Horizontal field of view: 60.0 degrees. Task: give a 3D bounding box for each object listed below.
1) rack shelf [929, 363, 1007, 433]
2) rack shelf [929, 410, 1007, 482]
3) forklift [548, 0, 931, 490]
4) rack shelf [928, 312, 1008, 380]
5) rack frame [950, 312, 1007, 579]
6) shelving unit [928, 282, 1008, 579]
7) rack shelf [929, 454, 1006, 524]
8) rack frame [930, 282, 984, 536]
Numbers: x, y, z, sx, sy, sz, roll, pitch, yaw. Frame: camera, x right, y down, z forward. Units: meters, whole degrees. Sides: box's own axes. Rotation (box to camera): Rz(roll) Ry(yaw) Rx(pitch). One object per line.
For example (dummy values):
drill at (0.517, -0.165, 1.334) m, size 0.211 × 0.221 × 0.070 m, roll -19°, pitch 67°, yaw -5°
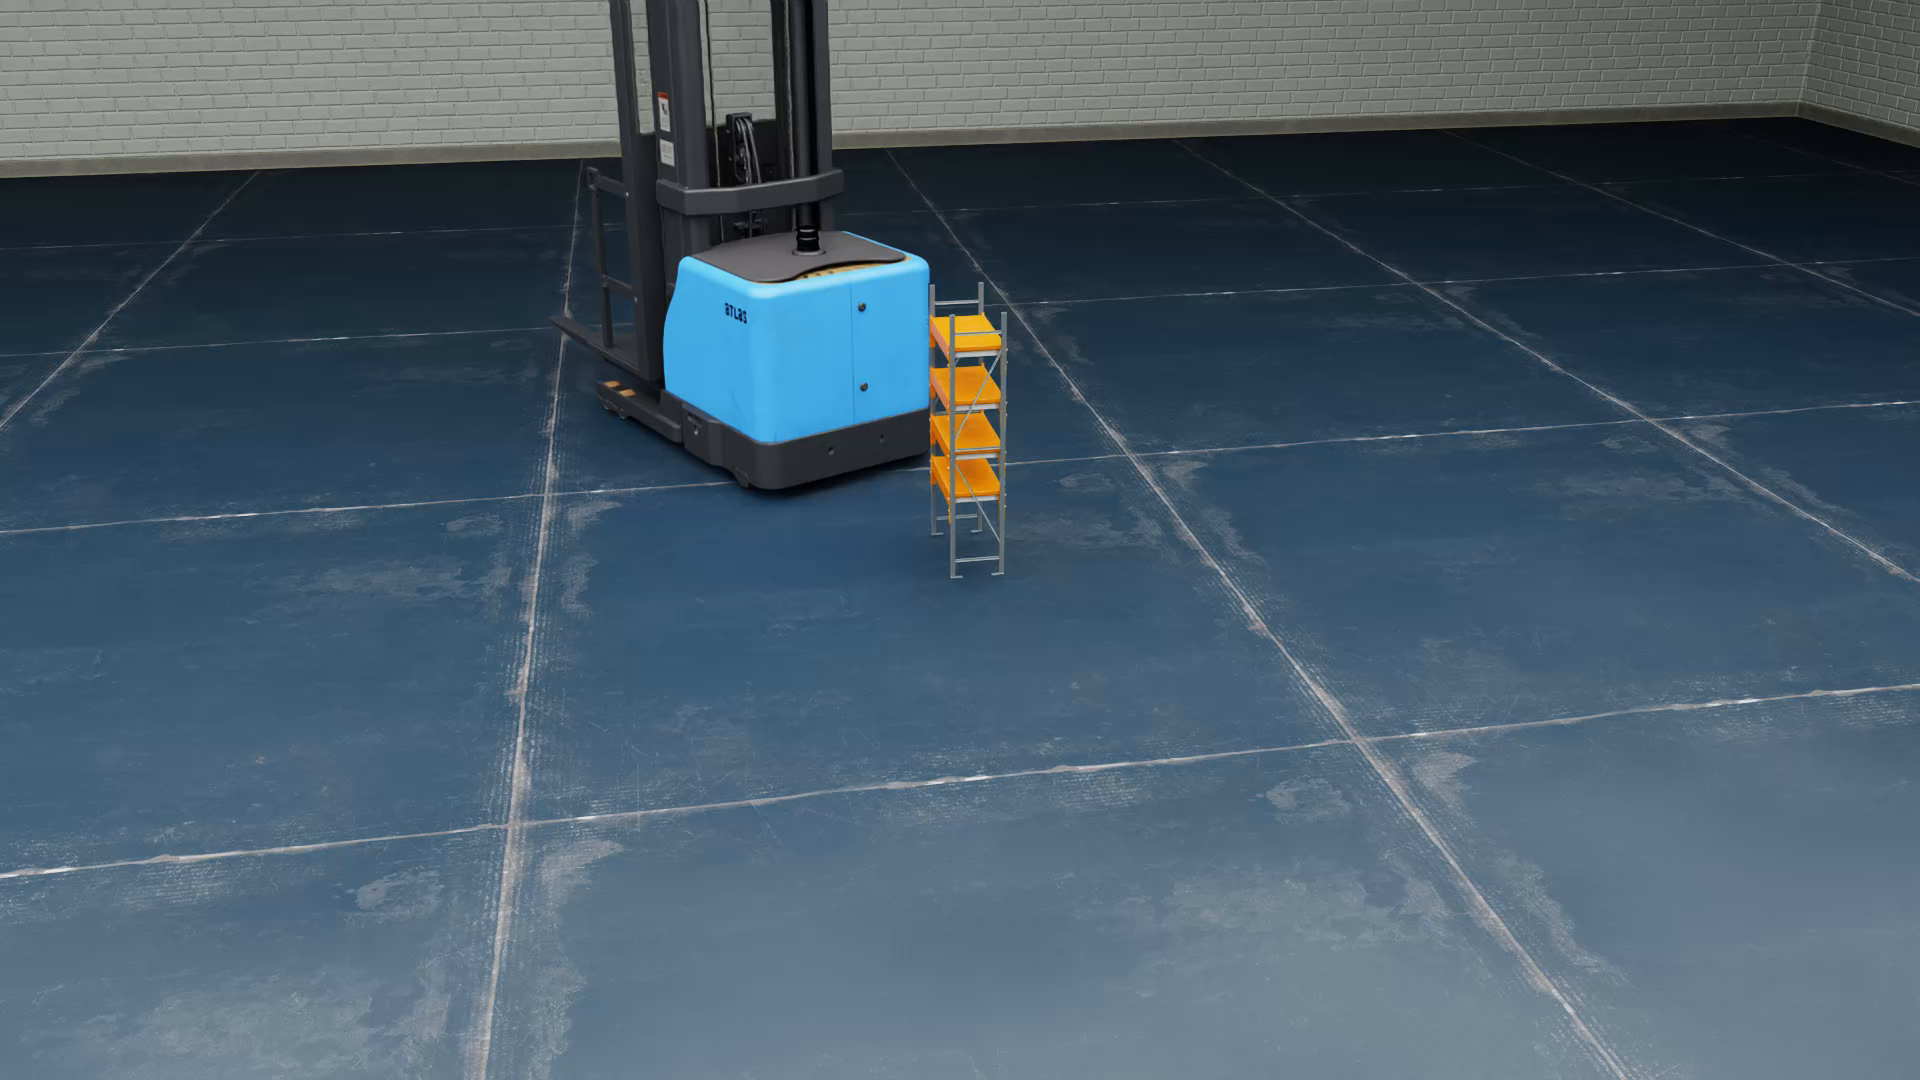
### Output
rack shelf at (0.031, -0.628, 7.298) m, size 0.258 × 0.148 × 0.480 m, roll -4°, pitch 24°, yaw -10°
rack shelf at (0.031, -0.423, 7.388) m, size 0.258 × 0.148 × 0.480 m, roll -4°, pitch 24°, yaw -10°
forklift at (-1.410, -2.119, 8.940) m, size 1.130 × 2.935 × 3.031 m, roll -16°, pitch 28°, yaw -33°
rack shelf at (0.031, -0.845, 7.204) m, size 0.258 × 0.148 × 0.480 m, roll -4°, pitch 24°, yaw -10°
rack frame at (0.076, -0.389, 7.141) m, size 0.240 × 1.200 × 0.015 m, roll -4°, pitch 24°, yaw -10°
shelving unit at (0.031, -0.485, 7.361) m, size 0.258 × 1.200 × 0.503 m, roll -4°, pitch 24°, yaw -10°
rack shelf at (0.031, -0.241, 7.467) m, size 0.258 × 0.148 × 0.480 m, roll -4°, pitch 24°, yaw -10°
rack frame at (-0.014, -0.581, 7.581) m, size 0.240 × 1.200 × 0.015 m, roll -4°, pitch 24°, yaw -10°
